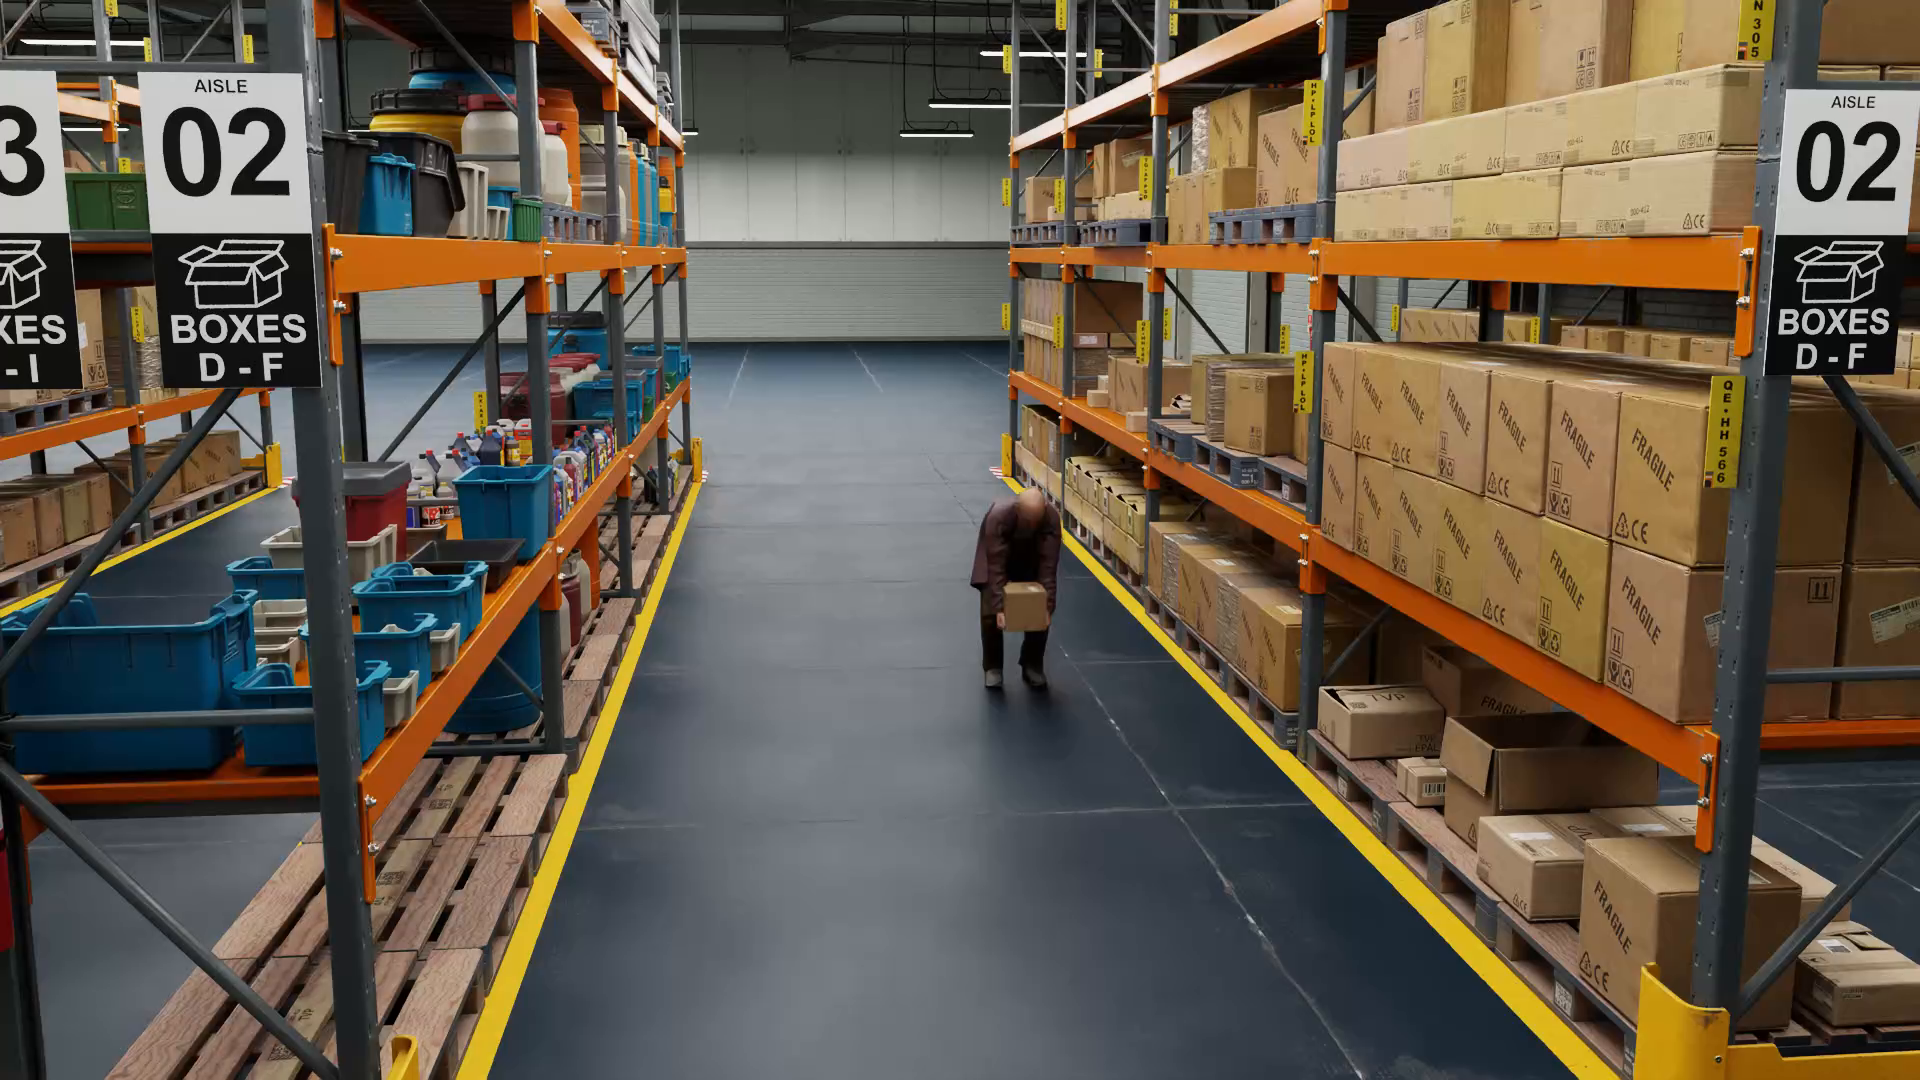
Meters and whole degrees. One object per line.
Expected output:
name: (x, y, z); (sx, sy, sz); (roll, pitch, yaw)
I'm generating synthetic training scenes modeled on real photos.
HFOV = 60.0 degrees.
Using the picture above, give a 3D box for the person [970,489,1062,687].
person: (0.371, 0.296, 10.501); (0.565, 1.346, 0.890); (-1, 10, -8)
